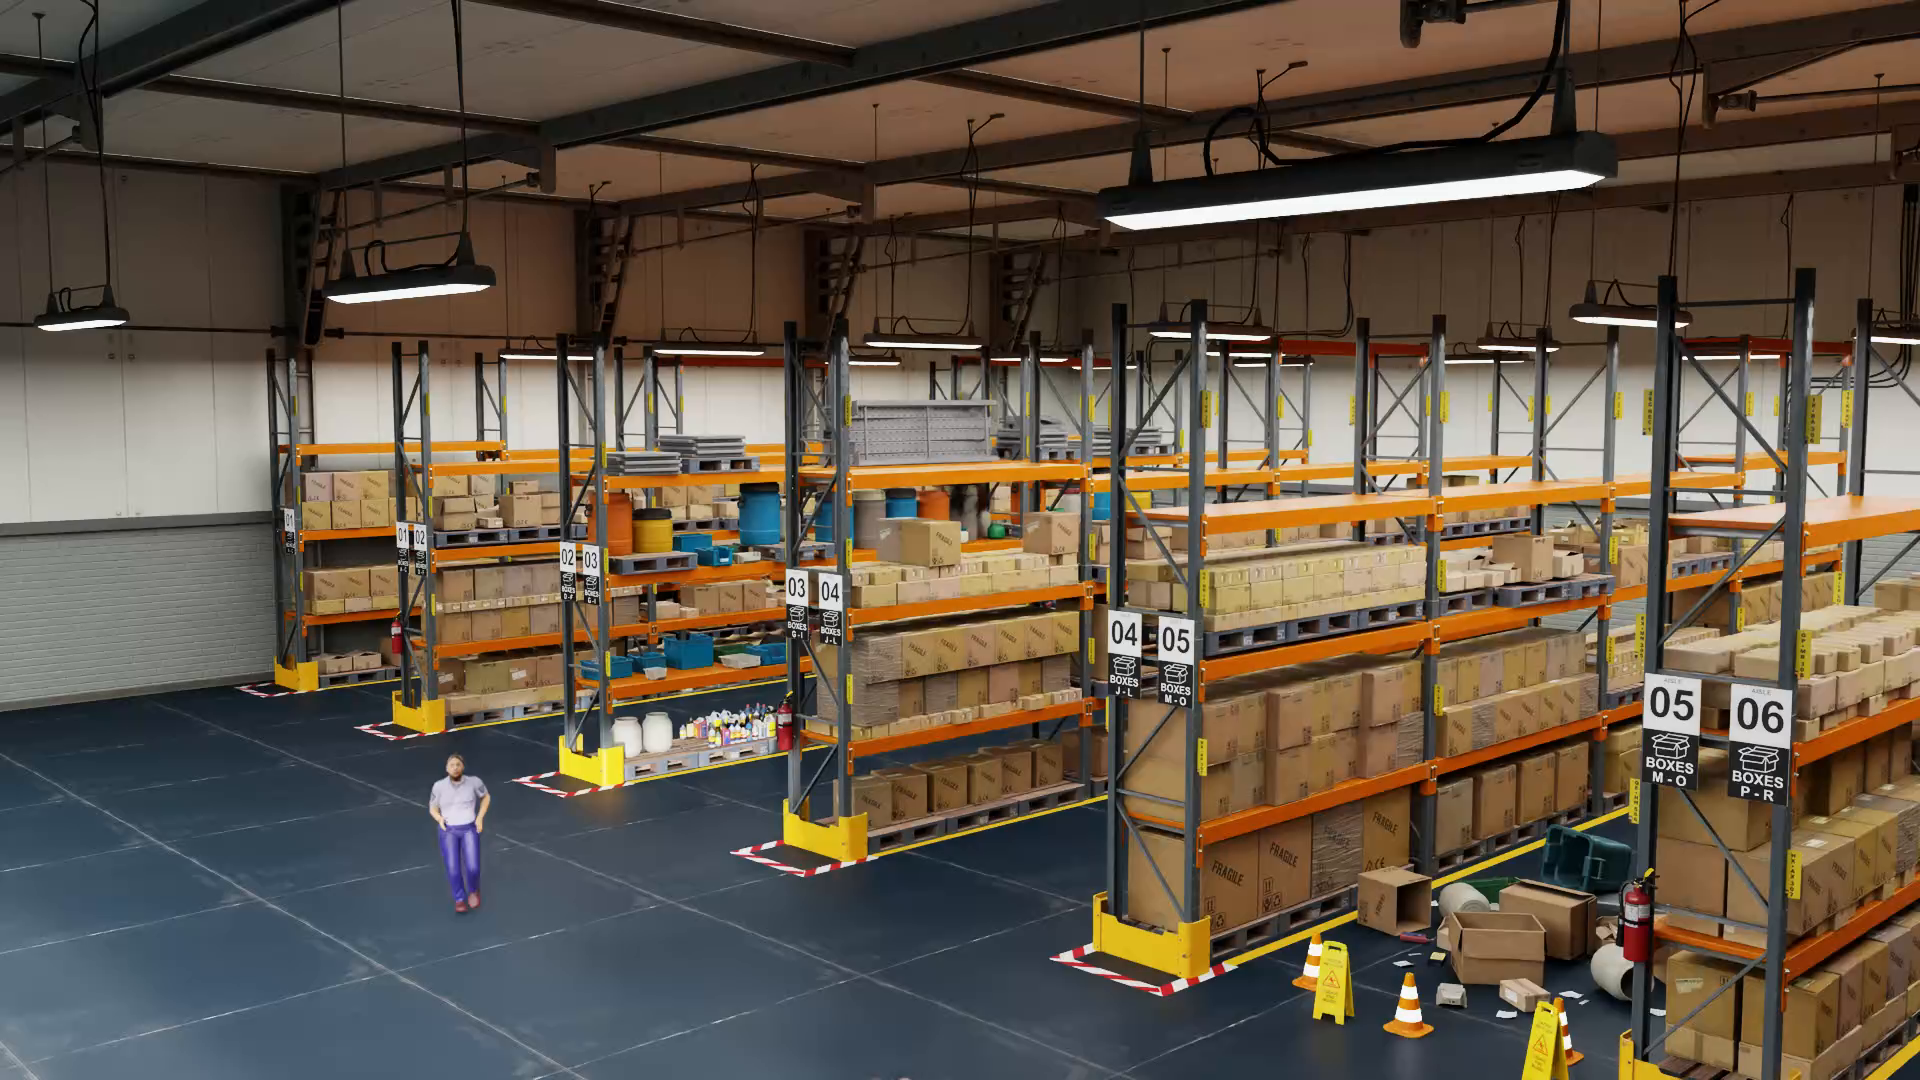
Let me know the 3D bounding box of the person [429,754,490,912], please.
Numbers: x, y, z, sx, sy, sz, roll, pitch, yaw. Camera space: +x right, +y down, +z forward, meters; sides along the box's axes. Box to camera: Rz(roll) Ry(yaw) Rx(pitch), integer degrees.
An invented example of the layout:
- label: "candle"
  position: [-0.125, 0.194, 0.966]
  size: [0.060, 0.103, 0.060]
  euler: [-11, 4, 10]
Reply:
- label: "person"
  position: [-4.972, 2.926, 16.530]
  size: [0.579, 1.604, 0.575]
  euler: [-1, 5, -14]

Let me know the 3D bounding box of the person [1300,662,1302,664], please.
- label: "person"
  position: [4.434, 2.397, 22.164]
  size: [0.661, 1.706, 0.677]
  euler: [4, 7, 41]

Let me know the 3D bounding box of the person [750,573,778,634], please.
- label: "person"
  position: [-3.979, 1.386, 33.879]
  size: [0.554, 1.710, 0.840]
  euler: [4, 6, 38]
